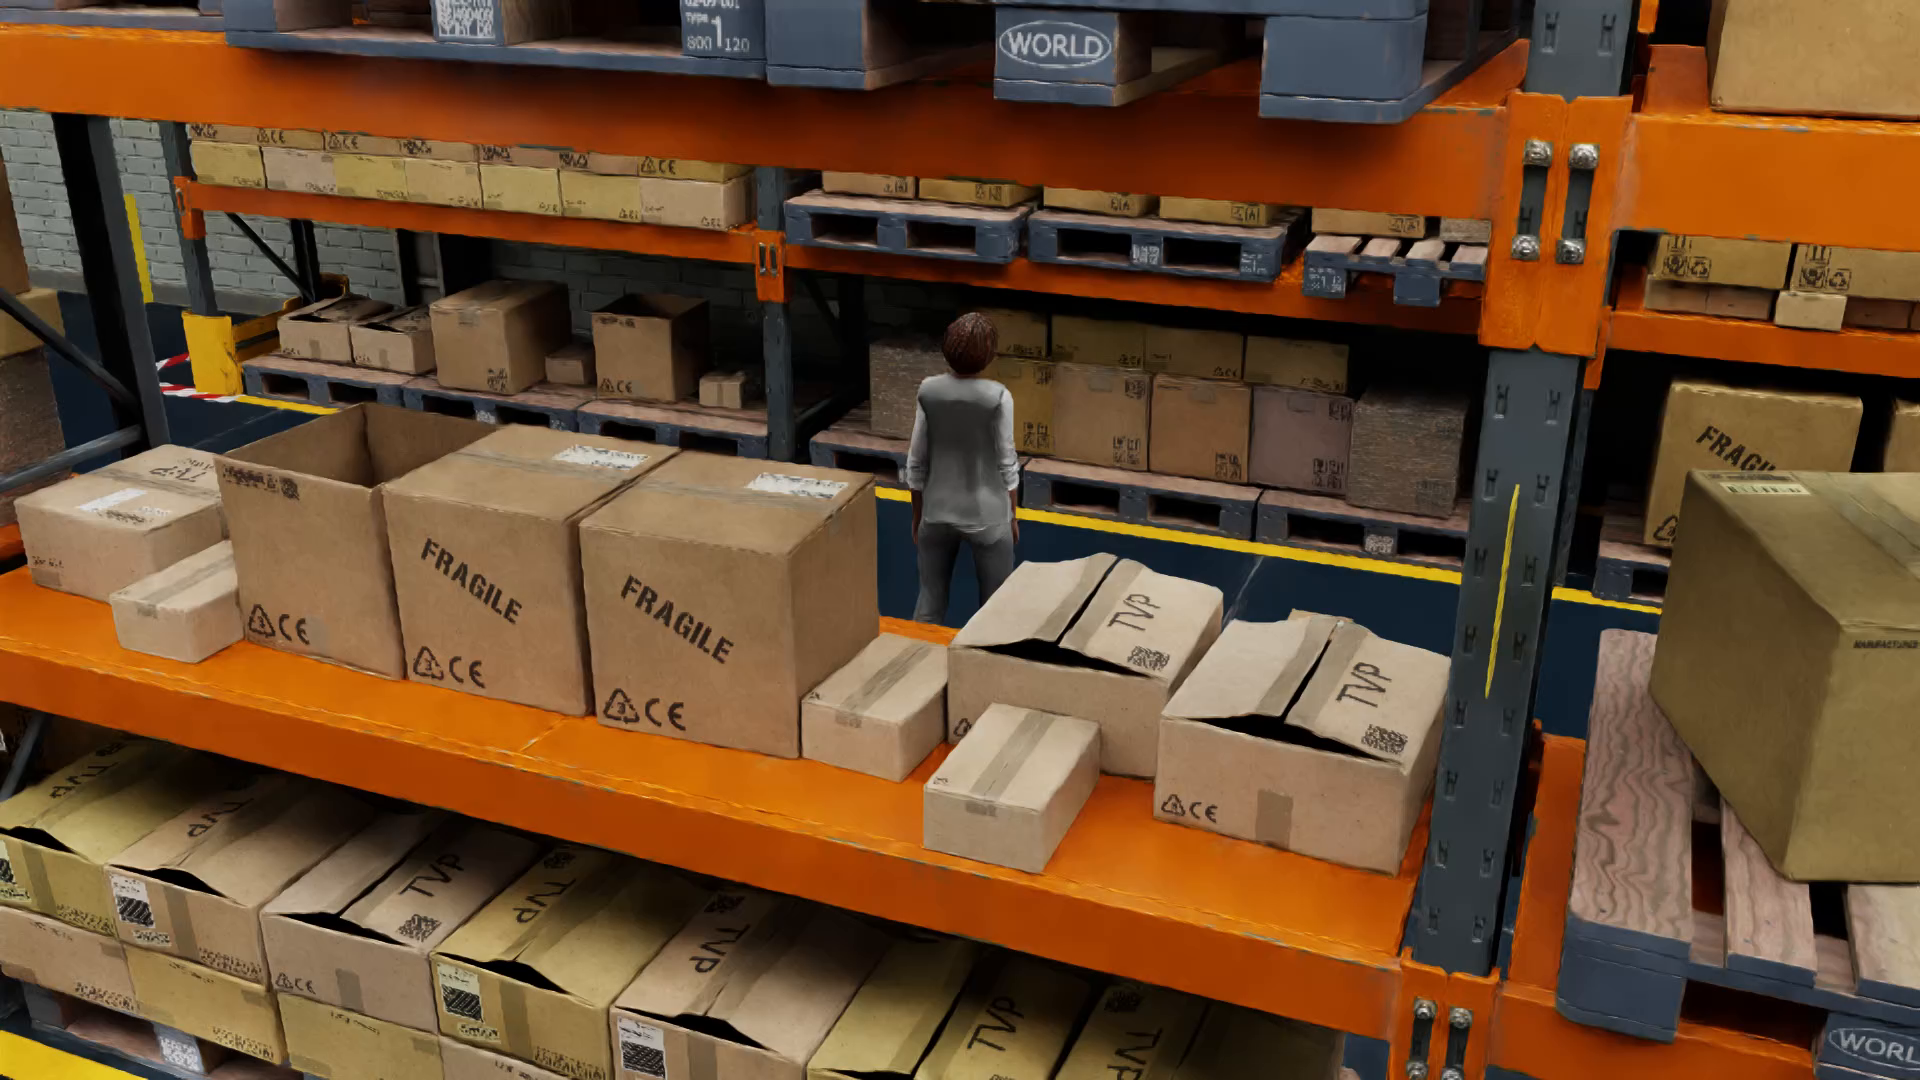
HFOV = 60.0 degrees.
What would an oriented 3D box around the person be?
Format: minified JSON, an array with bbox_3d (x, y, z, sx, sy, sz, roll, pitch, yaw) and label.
[{"bbox_3d":[0.011,-0.078,6.253,0.429,1.600,0.347,7,24,17],"label":"person"}]
